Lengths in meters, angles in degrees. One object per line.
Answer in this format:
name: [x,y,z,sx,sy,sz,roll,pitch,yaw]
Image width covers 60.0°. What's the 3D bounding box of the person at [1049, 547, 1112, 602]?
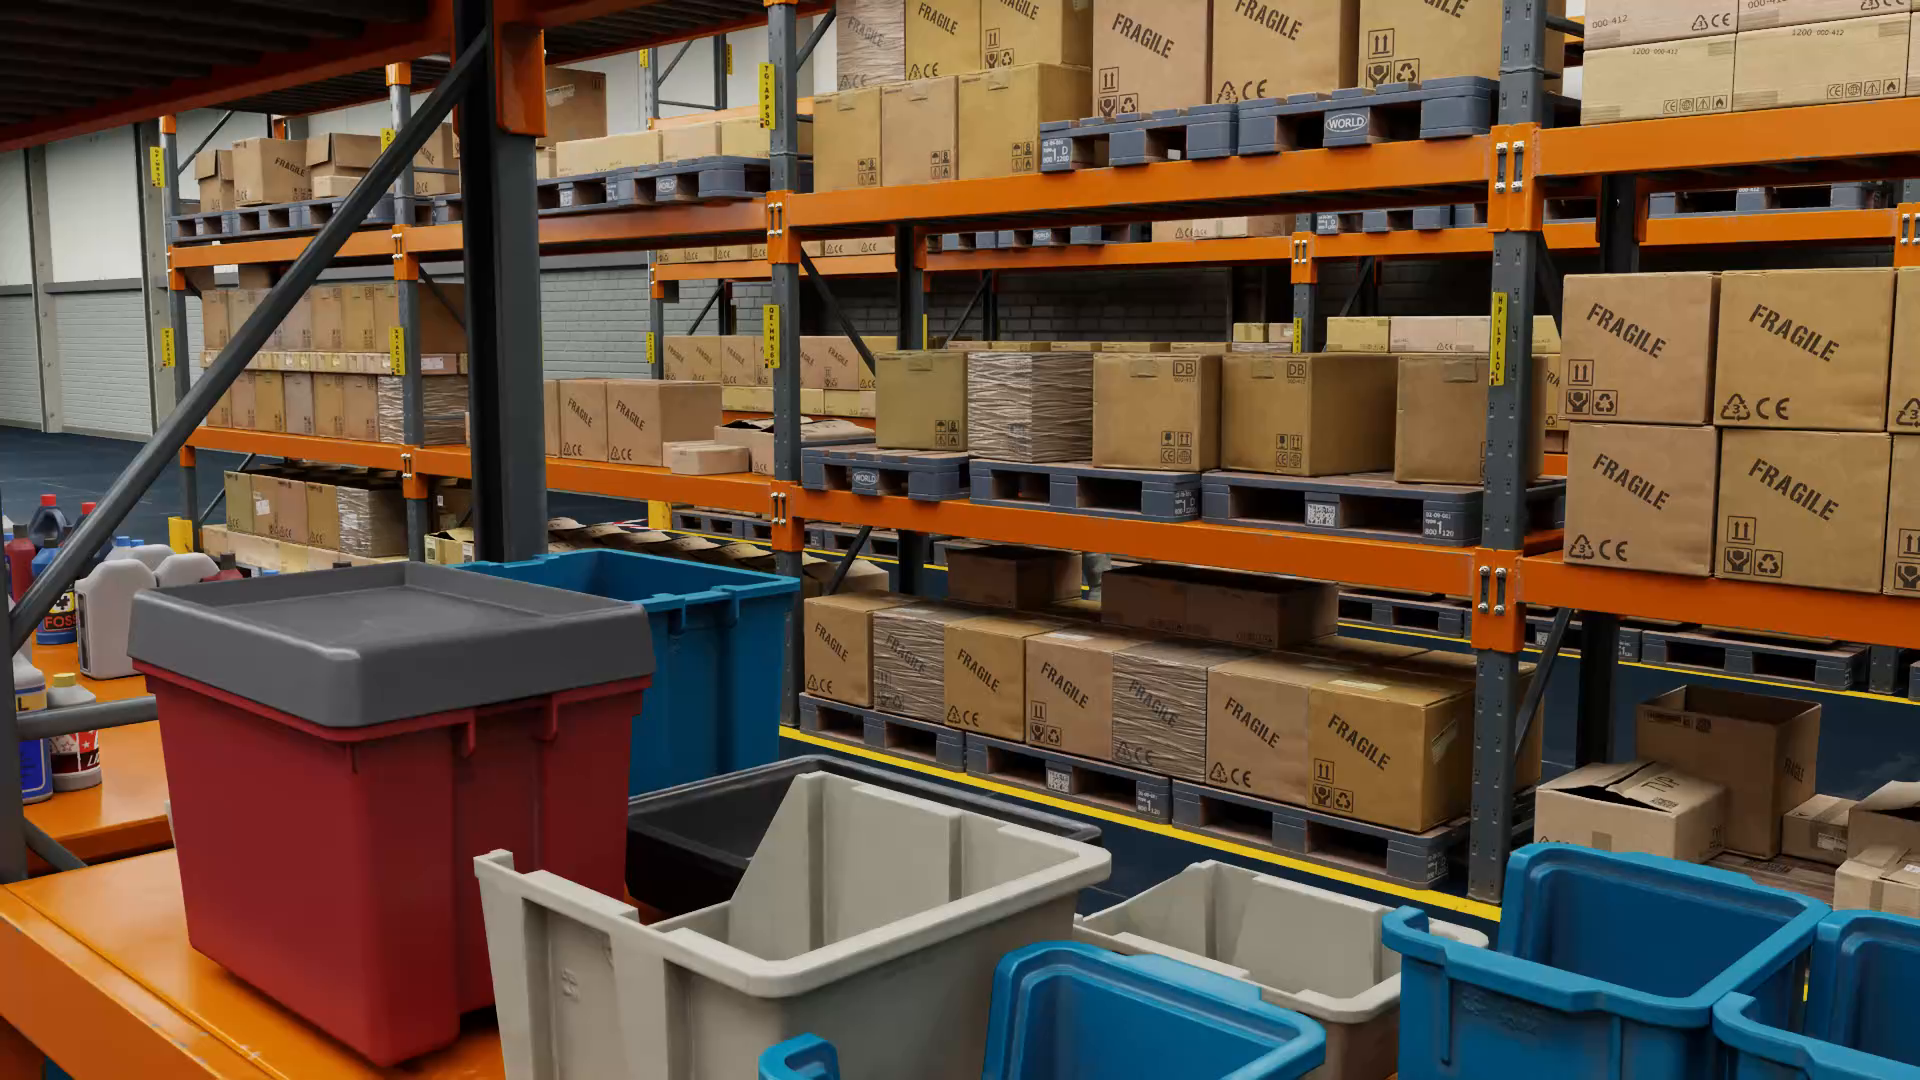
person: [0.794,-0.063,10.740,0.547,1.666,0.473,7,10,43]
